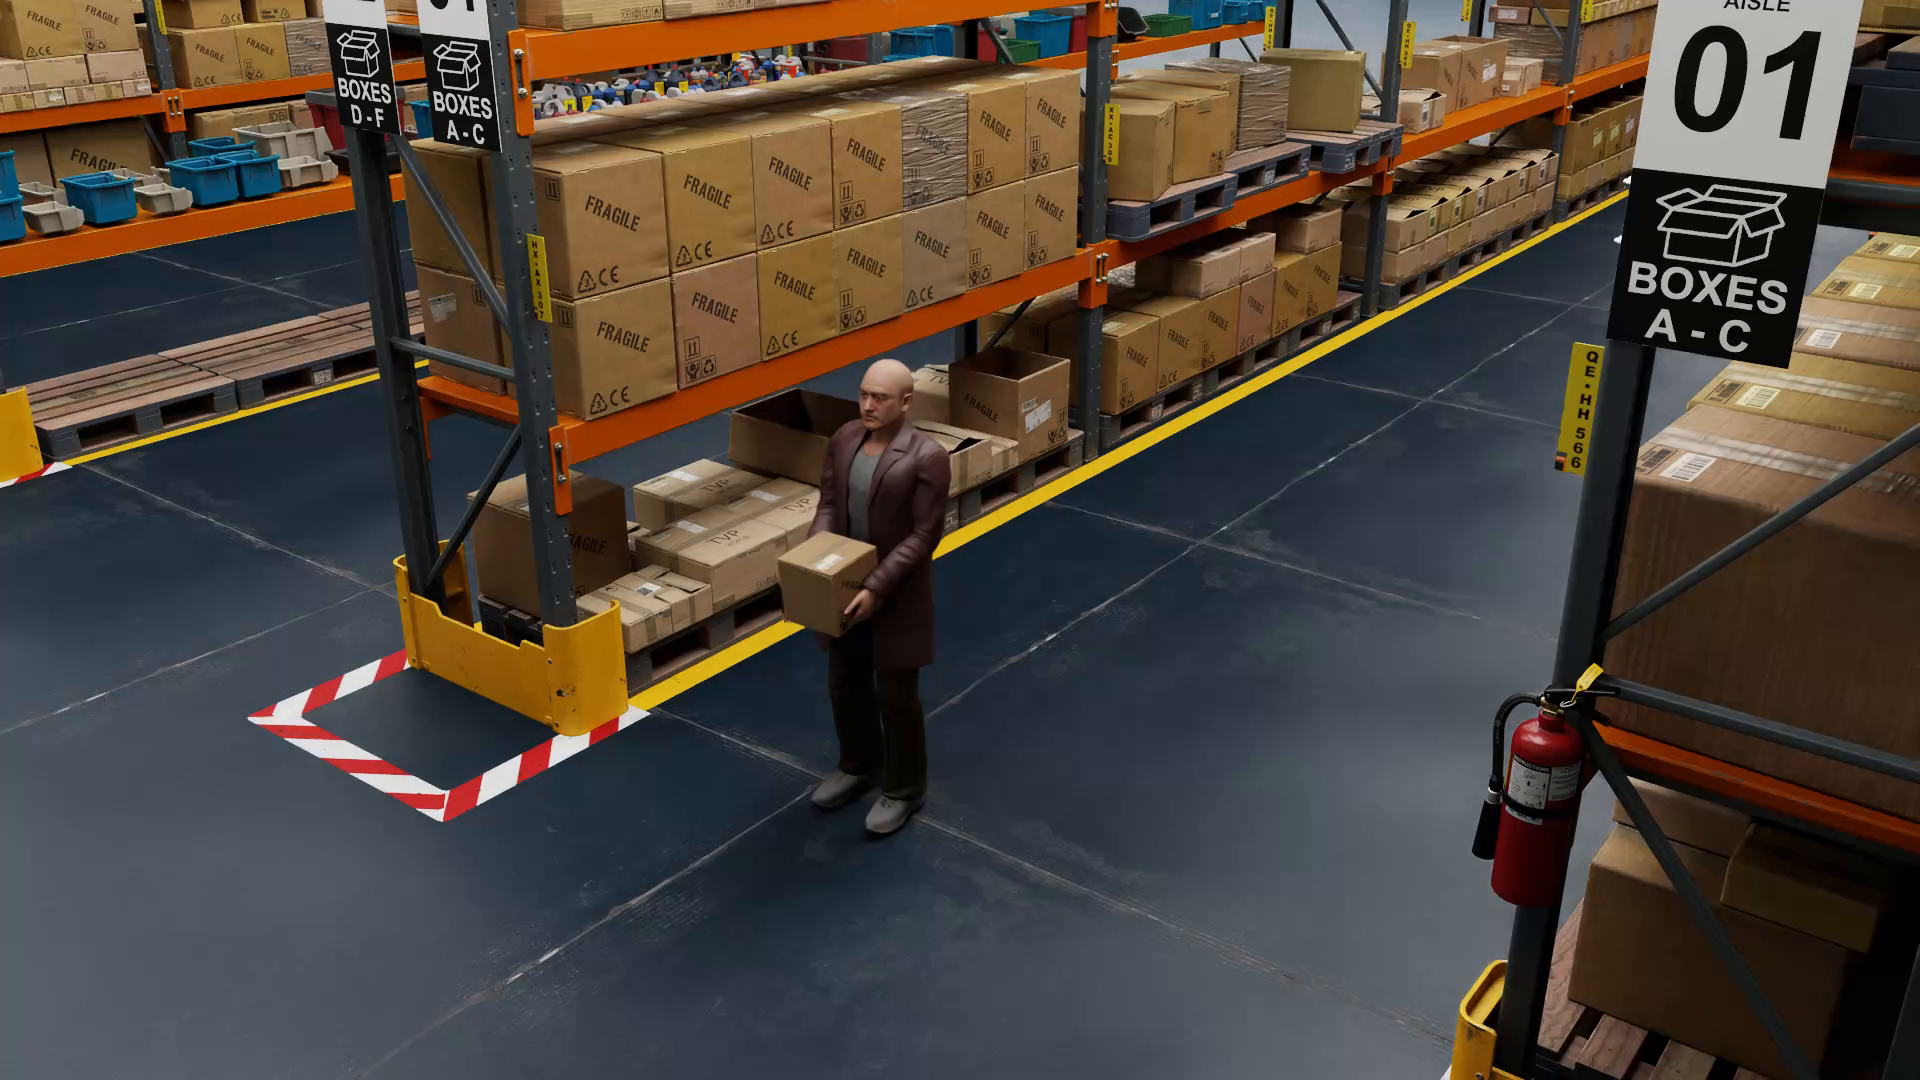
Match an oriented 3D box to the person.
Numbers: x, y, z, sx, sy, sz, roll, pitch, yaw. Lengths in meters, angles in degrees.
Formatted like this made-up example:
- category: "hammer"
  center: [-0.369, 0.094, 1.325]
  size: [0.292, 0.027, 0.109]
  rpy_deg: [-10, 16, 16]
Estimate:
- category: "person"
  center: [-0.352, 0.228, 6.076]
  size: [0.548, 1.780, 0.535]
  rpy_deg: [16, 28, 33]
